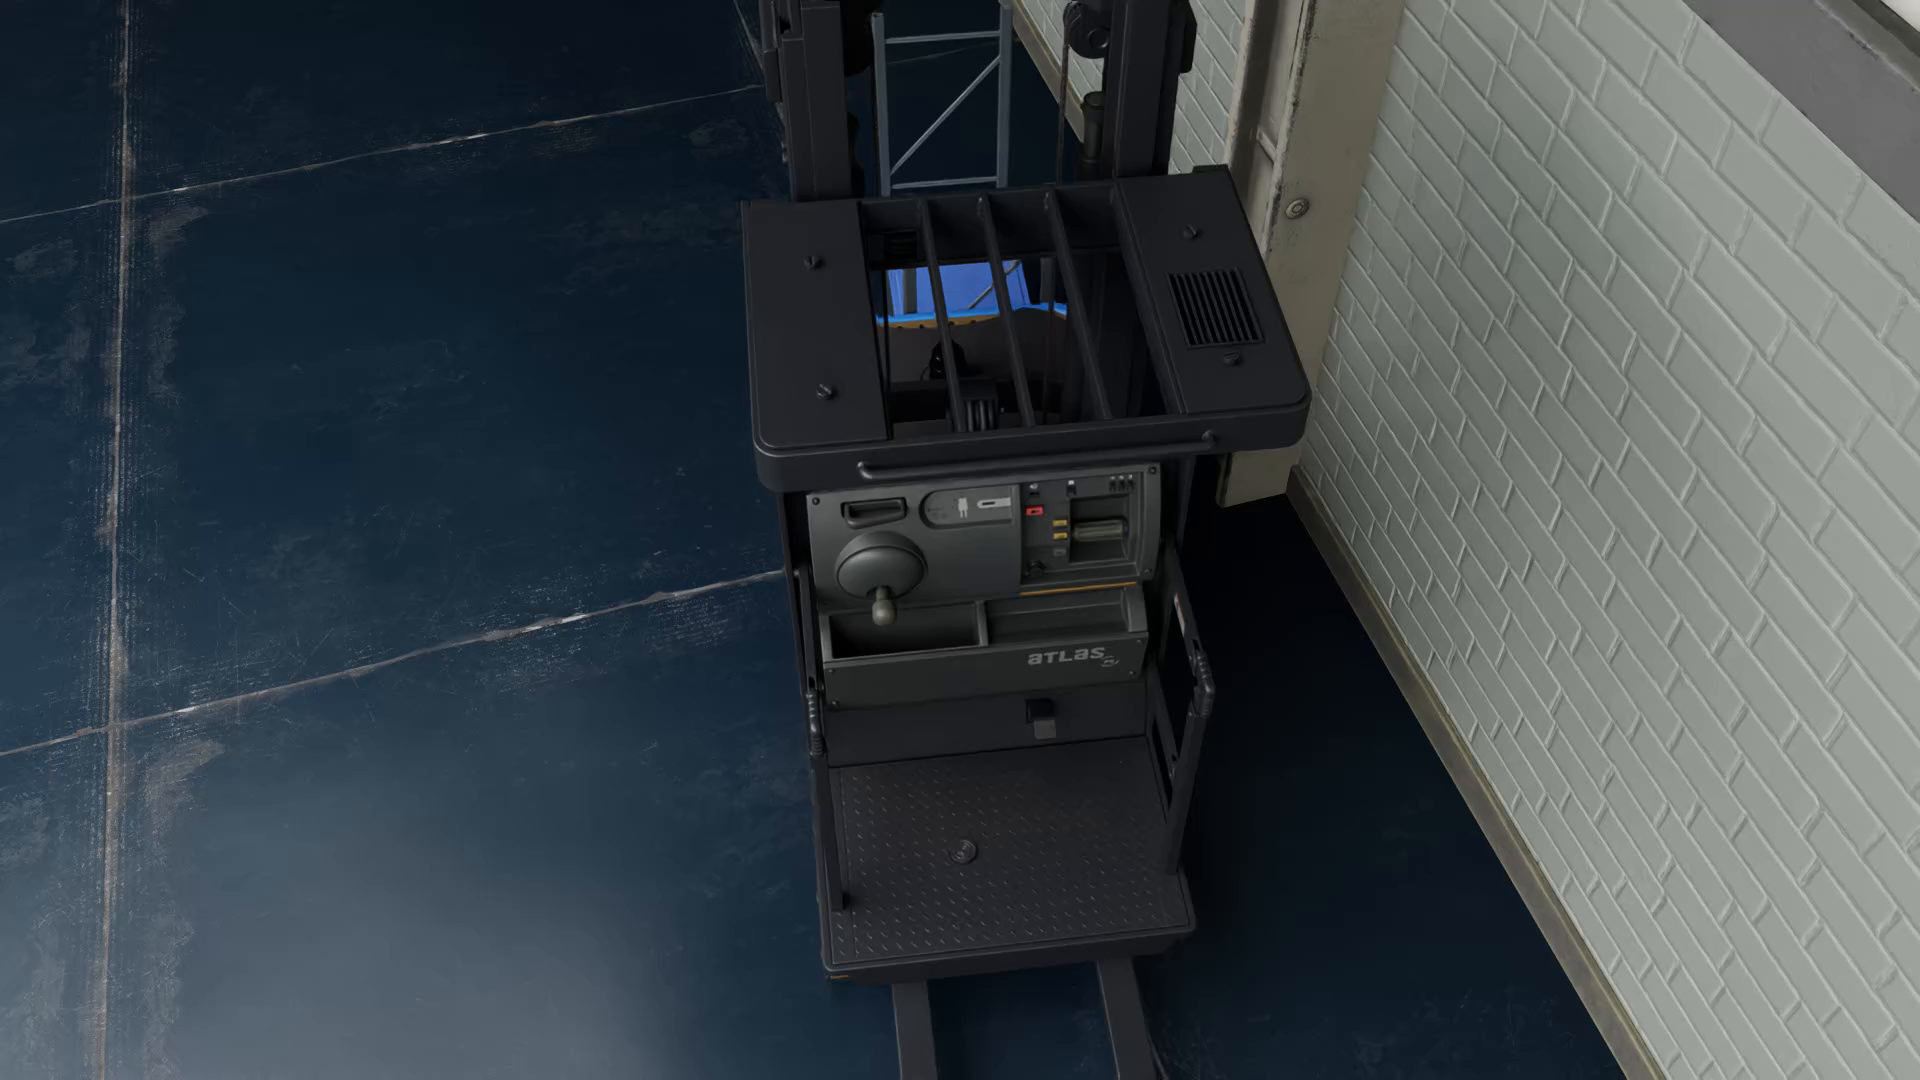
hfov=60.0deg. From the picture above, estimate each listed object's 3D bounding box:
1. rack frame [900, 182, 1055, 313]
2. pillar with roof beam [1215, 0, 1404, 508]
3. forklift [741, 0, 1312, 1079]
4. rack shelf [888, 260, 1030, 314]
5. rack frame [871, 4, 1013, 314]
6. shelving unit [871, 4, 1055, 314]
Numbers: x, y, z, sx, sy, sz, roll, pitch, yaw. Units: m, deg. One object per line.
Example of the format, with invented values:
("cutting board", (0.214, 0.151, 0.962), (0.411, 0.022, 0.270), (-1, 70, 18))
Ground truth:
("rack frame", (0.061, -0.609, 5.782), (0.500, 1.500, 0.032), (-5, 50, -4))
("pillar with roof beam", (-3.031, -2.228, 2.243), (9.100, 9.000, 0.400), (-13, 51, -11))
("forklift", (0.097, 0.106, 4.243), (1.130, 2.935, 3.031), (-5, 50, -4))
("rack shelf", (-0.001, -0.878, 6.245), (0.538, 0.185, 1.000), (-5, 50, -4))
("rack frame", (-0.062, -1.380, 6.433), (0.500, 1.500, 0.032), (-5, 50, -4))
("shelving unit", (-0.001, -0.994, 6.107), (0.538, 1.500, 1.048), (-5, 50, -4))
